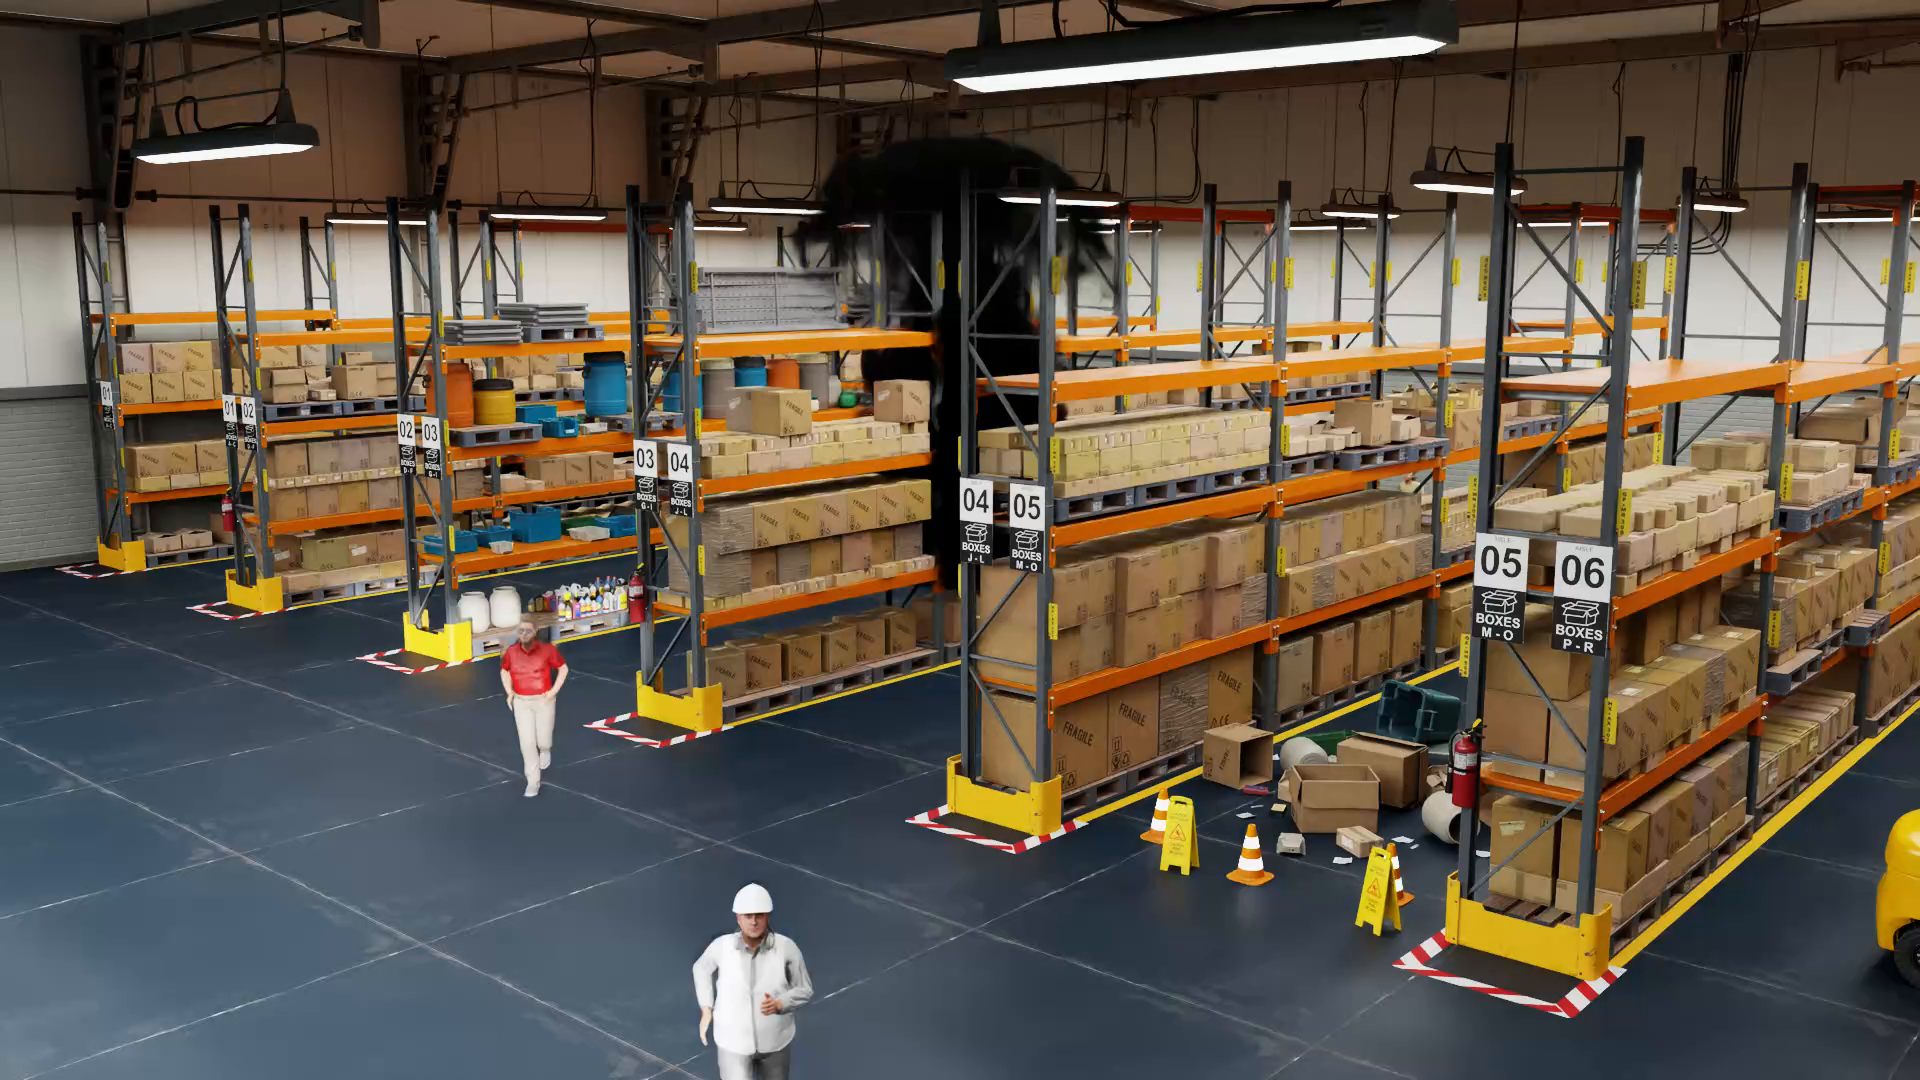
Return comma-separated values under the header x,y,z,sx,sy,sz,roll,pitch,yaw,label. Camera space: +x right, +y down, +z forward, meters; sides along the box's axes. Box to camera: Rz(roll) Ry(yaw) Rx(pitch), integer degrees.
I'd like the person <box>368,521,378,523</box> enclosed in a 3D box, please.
x,y,z,sx,sy,sz,roll,pitch,yaw,label
-10.261,-0.395,28.948,0.716,1.545,0.563,6,11,32,person

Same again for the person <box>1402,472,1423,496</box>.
x,y,z,sx,sy,sz,roll,pitch,yaw,label
7.769,-0.419,28.835,0.581,1.729,0.710,7,12,38,person

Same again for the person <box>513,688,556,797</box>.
x,y,z,sx,sy,sz,roll,pitch,yaw,label
-4.194,1.959,16.493,0.409,1.035,0.695,-1,10,-5,person

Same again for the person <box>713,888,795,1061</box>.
x,y,z,sx,sy,sz,roll,pitch,yaw,label
-1.129,2.776,9.129,0.448,1.771,0.953,-2,10,-10,person
